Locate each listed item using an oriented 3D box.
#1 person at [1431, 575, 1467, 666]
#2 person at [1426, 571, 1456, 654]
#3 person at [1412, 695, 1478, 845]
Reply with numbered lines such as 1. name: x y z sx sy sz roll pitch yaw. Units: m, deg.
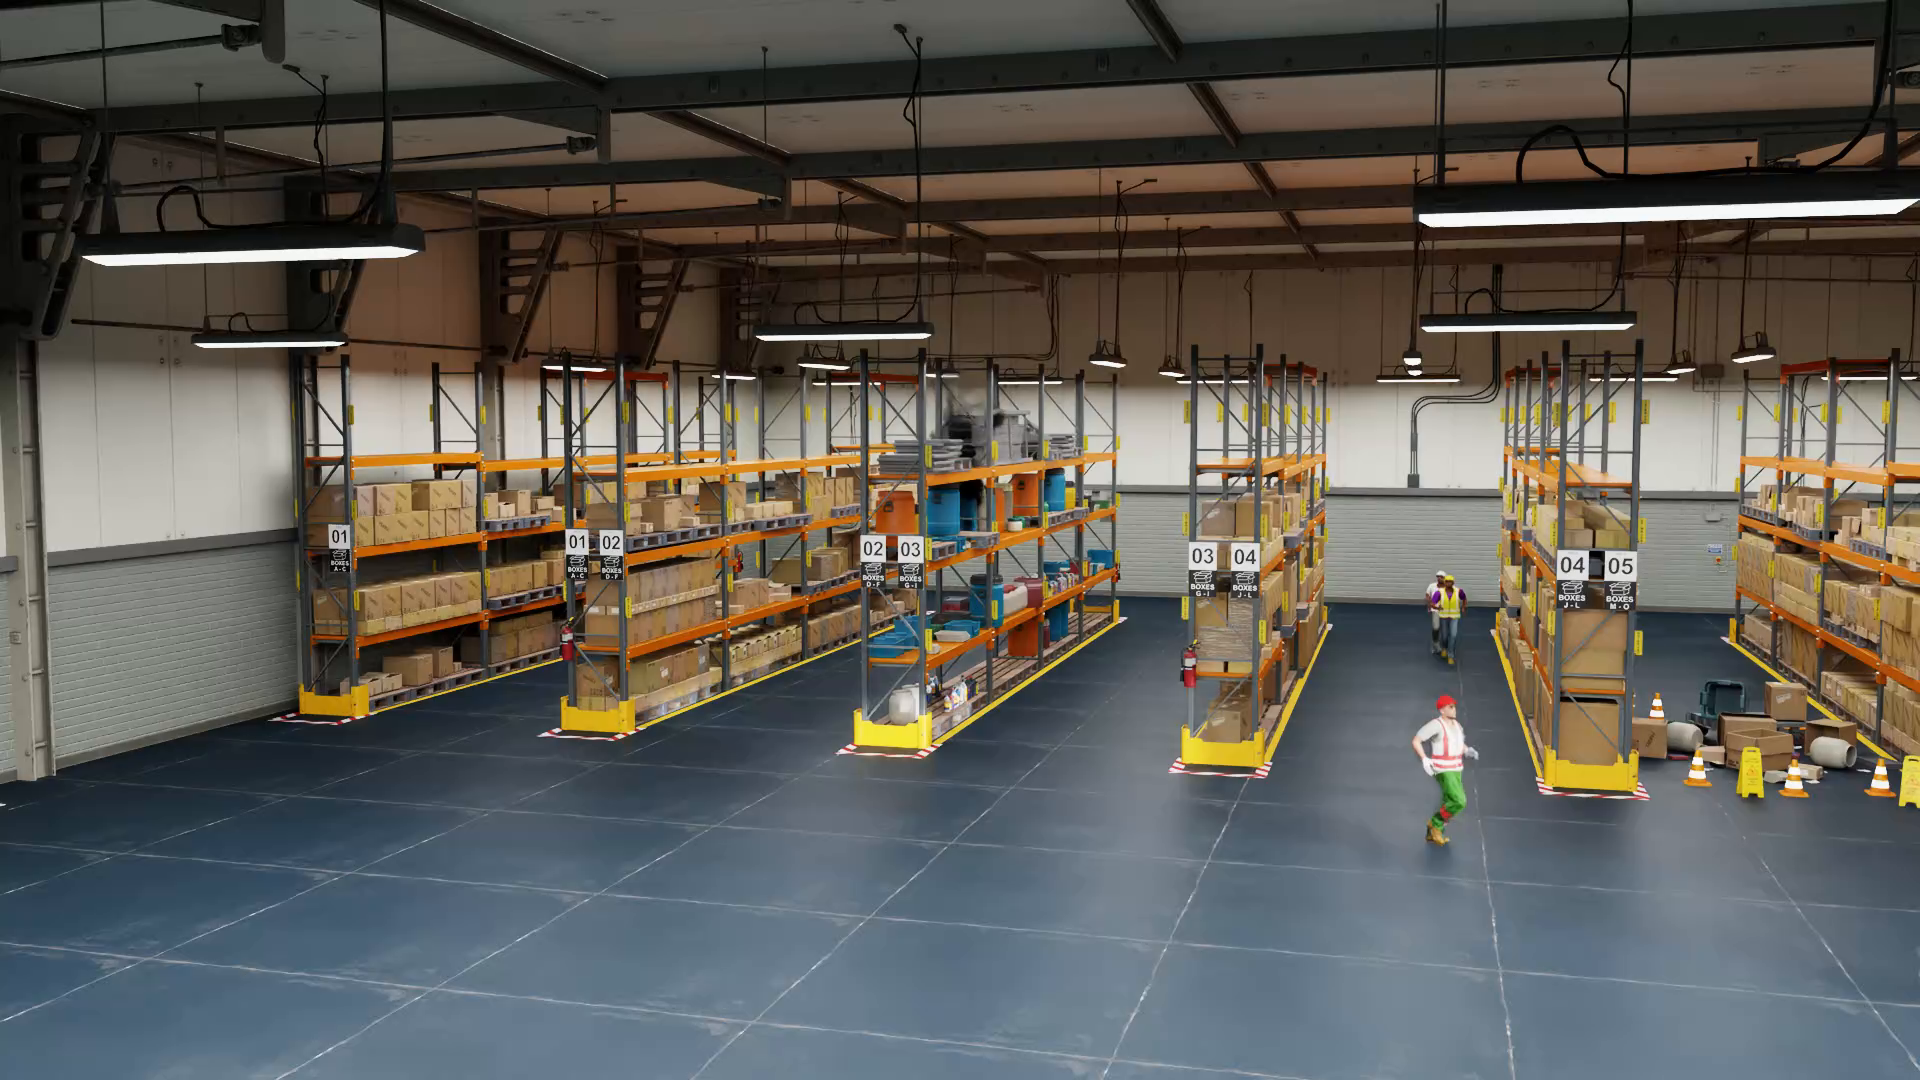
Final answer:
1. person: 9.878 1.592 33.621 0.707 1.781 0.969 1 4 15
2. person: 10.088 1.521 34.863 0.668 1.767 0.679 2 5 21
3. person: 5.667 2.668 19.217 0.649 1.742 0.639 -4 6 -40
